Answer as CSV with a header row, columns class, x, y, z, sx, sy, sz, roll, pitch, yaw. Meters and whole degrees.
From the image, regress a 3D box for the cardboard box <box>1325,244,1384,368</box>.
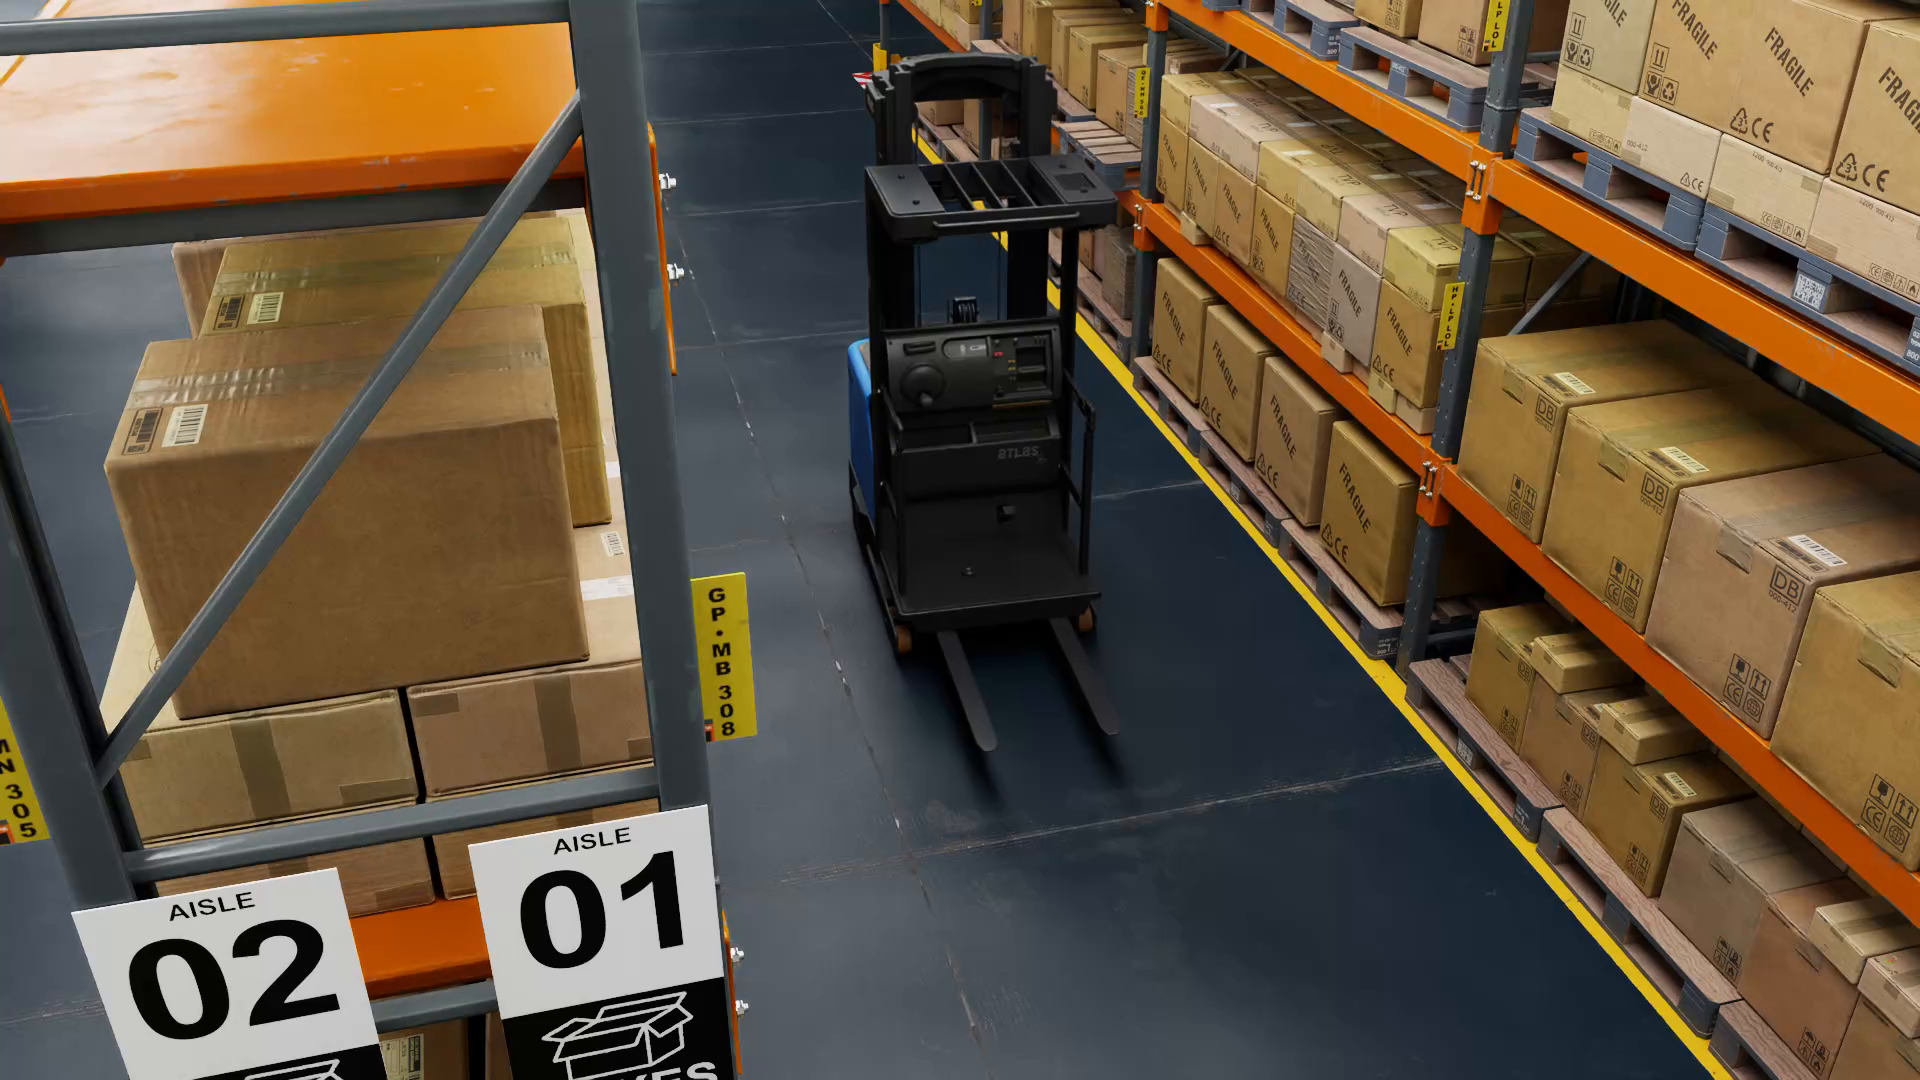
class,x,y,z,sx,sy,sz,roll,pitch,yaw
cardboard box,2.282,-1.258,8.744,0.500,0.500,0.500,-8,31,-13

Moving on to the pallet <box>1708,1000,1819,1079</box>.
class,x,y,z,sx,sy,sz,roll,pitch,yaw
pallet,3.567,2.120,6.108,1.003,0.211,1.213,-8,31,-13

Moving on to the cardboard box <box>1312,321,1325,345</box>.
class,x,y,z,sx,sy,sz,roll,pitch,yaw
cardboard box,2.187,-1.165,9.231,0.380,0.149,0.250,-8,31,-13

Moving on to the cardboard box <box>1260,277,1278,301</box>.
class,x,y,z,sx,sy,sz,roll,pitch,yaw
cardboard box,2.013,-1.546,9.888,0.380,0.149,0.250,-8,31,-13

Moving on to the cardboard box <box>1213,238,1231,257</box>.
class,x,y,z,sx,sy,sz,roll,pitch,yaw
cardboard box,1.828,-1.918,10.531,0.380,0.149,0.250,-8,31,-14

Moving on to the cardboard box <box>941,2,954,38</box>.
class,x,y,z,sx,sy,sz,roll,pitch,yaw
cardboard box,0.127,-4.881,15.549,0.500,0.250,0.500,-8,31,-13

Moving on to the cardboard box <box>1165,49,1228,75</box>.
class,x,y,z,sx,sy,sz,roll,pitch,yaw
cardboard box,1.610,-3.252,11.419,0.380,0.149,0.250,-12,32,-20

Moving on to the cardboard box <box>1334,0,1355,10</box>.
class,x,y,z,sx,sy,sz,roll,pitch,yaw
cardboard box,2.384,-3.125,8.853,0.700,0.500,0.500,-8,31,-13

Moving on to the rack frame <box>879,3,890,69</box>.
class,x,y,z,sx,sy,sz,roll,pitch,yaw
rack frame,-0.393,-6.439,18.111,1.000,3.000,0.127,-8,31,-13

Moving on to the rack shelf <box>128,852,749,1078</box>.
class,x,y,z,sx,sy,sz,roll,pitch,yaw
rack shelf,-1.452,-0.004,4.717,1.077,0.370,4.000,-8,31,-13

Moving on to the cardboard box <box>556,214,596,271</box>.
class,x,y,z,sx,sy,sz,roll,pitch,yaw
cardboard box,-1.332,-0.750,4.939,0.500,0.250,0.500,-8,31,-13

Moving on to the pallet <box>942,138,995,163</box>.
class,x,y,z,sx,sy,sz,roll,pitch,yaw
pallet,0.457,-3.620,16.024,1.003,0.211,1.213,-8,31,-13

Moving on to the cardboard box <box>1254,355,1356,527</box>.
class,x,y,z,sx,sy,sz,roll,pitch,yaw
cardboard box,2.256,-0.620,9.785,0.750,0.750,0.750,-7,31,-12

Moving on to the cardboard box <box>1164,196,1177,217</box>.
class,x,y,z,sx,sy,sz,roll,pitch,yaw
cardboard box,1.595,-2.285,11.166,0.380,0.149,0.250,-8,31,-14

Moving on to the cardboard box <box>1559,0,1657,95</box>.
class,x,y,z,sx,sy,sz,roll,pitch,yaw
cardboard box,2.711,-2.044,6.407,0.500,0.500,0.500,-8,31,-14

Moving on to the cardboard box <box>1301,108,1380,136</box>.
class,x,y,z,sx,sy,sz,roll,pitch,yaw
cardboard box,2.368,-2.397,9.963,0.500,0.250,0.500,-9,31,-15

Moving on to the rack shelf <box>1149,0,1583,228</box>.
class,x,y,z,sx,sy,sz,roll,pitch,yaw
rack shelf,2.262,-2.596,9.196,1.077,0.370,4.000,-8,31,-13

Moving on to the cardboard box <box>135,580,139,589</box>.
class,x,y,z,sx,sy,sz,roll,pitch,yaw
cardboard box,-1.436,0.044,3.567,0.500,0.250,0.500,-8,31,-13

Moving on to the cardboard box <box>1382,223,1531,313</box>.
class,x,y,z,sx,sy,sz,roll,pitch,yaw
cardboard box,2.422,-1.340,8.136,0.500,0.250,0.500,-7,31,-12

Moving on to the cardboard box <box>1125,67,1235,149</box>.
class,x,y,z,sx,sy,sz,roll,pitch,yaw
cardboard box,1.596,-3.034,11.690,0.700,0.500,0.500,-12,32,-19

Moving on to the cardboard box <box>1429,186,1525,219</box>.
class,x,y,z,sx,sy,sz,roll,pitch,yaw
cardboard box,2.776,-1.657,8.684,0.500,0.250,0.500,-7,31,-13

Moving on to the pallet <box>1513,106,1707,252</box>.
class,x,y,z,sx,sy,sz,roll,pitch,yaw
pallet,3.000,-1.506,6.684,1.003,0.211,1.213,-8,31,-13

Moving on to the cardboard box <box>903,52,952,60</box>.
class,x,y,z,sx,sy,sz,roll,pitch,yaw
cardboard box,-0.296,-5.119,18.076,0.500,0.311,0.500,-11,32,-19

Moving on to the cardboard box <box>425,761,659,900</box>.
class,x,y,z,sx,sy,sz,roll,pitch,yaw
cardboard box,-0.812,0.434,3.392,0.500,0.250,0.500,-8,31,-13

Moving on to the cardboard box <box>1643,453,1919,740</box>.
class,x,y,z,sx,sy,sz,roll,pitch,yaw
cardboard box,3.312,0.195,6.351,0.980,0.700,0.700,-9,31,-16

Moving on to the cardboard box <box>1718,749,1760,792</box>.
class,x,y,z,sx,sy,sz,roll,pitch,yaw
cardboard box,3.393,0.883,6.890,0.380,0.149,0.250,-8,31,-14

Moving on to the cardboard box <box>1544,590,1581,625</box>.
class,x,y,z,sx,sy,sz,roll,pitch,yaw
cardboard box,3.045,0.255,7.975,0.380,0.149,0.250,-8,31,-14

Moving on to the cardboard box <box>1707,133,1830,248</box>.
class,x,y,z,sx,sy,sz,roll,pitch,yaw
cardboard box,2.987,-1.238,5.762,0.500,0.250,0.500,-9,31,-15

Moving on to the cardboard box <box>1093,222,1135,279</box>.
class,x,y,z,sx,sy,sz,roll,pitch,yaw
cardboard box,1.465,-2.289,12.997,0.700,0.500,0.500,-8,31,-13

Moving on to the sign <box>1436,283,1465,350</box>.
class,x,y,z,sx,sy,sz,roll,pitch,yaw
sign,2.272,-1.033,7.695,0.100,0.325,0.005,-8,31,-13

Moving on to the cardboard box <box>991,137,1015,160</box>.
class,x,y,z,sx,sy,sz,roll,pitch,yaw
cardboard box,0.498,-3.726,15.812,0.380,0.166,0.250,-12,32,-20

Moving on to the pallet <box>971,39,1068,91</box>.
class,x,y,z,sx,sy,sz,roll,pitch,yaw
pallet,0.732,-4.035,14.150,1.003,0.211,1.213,-8,31,-13

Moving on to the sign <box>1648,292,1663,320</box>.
class,x,y,z,sx,sy,sz,roll,pitch,yaw
sign,3.327,-1.127,7.990,0.100,0.325,0.005,-8,31,-13

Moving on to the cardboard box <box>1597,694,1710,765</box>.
class,x,y,z,sx,sy,sz,roll,pitch,yaw
cardboard box,2.946,0.793,7.046,0.380,0.149,0.250,-9,31,-15

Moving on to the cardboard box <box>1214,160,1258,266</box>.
class,x,y,z,sx,sy,sz,roll,pitch,yaw
cardboard box,1.874,-1.993,10.013,0.500,0.500,0.500,-8,31,-13

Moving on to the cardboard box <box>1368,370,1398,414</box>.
class,x,y,z,sx,sy,sz,roll,pitch,yaw
cardboard box,2.340,-0.787,8.578,0.380,0.149,0.250,-7,31,-12

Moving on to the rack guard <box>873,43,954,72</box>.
class,x,y,z,sx,sy,sz,roll,pitch,yaw
rack guard,-0.372,-5.320,18.674,1.175,0.500,0.348,-8,31,-13

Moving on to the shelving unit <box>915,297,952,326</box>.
class,x,y,z,sx,sy,sz,roll,pitch,yaw
shelving unit,-0.164,-0.905,10.347,0.258,1.200,0.189,-6,31,-10

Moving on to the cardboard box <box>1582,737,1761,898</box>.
class,x,y,z,sx,sy,sz,roll,pitch,yaw
cardboard box,3.156,1.123,7.123,0.700,0.500,0.500,-7,31,-12

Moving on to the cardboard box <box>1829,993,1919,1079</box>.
class,x,y,z,sx,sy,sz,roll,pitch,yaw
cardboard box,3.572,1.864,5.842,0.700,0.500,0.500,-8,31,-13

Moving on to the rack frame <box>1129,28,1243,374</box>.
class,x,y,z,sx,sy,sz,roll,pitch,yaw
rack frame,1.731,-2.575,11.436,1.000,3.000,0.127,-8,31,-13

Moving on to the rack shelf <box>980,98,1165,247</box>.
class,x,y,z,sx,sy,sz,roll,pitch,yaw
rack shelf,1.200,-3.230,13.285,1.077,0.370,4.000,-8,31,-13

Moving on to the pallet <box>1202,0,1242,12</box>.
class,x,y,z,sx,sy,sz,roll,pitch,yaw
pallet,1.953,-3.488,10.206,1.213,0.211,1.003,-6,31,-11

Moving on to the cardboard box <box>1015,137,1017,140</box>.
class,x,y,z,sx,sy,sz,roll,pitch,yaw
cardboard box,0.881,-3.262,14.679,0.700,0.500,0.500,-7,31,-12

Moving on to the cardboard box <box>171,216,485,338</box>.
class,x,y,z,sx,sy,sz,roll,pitch,yaw
cardboard box,-1.360,-0.551,3.846,0.700,0.500,0.500,-8,31,-13

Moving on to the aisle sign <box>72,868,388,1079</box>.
class,x,y,z,sx,sy,sz,roll,pitch,yaw
aisle sign,-1.198,0.898,2.841,0.394,0.787,0.004,-8,31,-13

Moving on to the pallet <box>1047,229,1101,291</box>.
class,x,y,z,sx,sy,sz,roll,pitch,yaw
pallet,1.205,-2.334,13.803,1.003,0.211,1.213,-8,31,-13

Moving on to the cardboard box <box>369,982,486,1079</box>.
class,x,y,z,sx,sy,sz,roll,pitch,yaw
cardboard box,-1.304,1.295,3.652,0.500,0.500,0.500,-8,31,-14

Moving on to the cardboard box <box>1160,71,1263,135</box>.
class,x,y,z,sx,sy,sz,roll,pitch,yaw
cardboard box,1.610,-2.813,10.681,0.500,0.250,0.500,-7,31,-12

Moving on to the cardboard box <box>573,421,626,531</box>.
class,x,y,z,sx,sy,sz,roll,pitch,yaw
cardboard box,-0.932,-0.026,3.687,0.500,0.250,0.500,-8,31,-13

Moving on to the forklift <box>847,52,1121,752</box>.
class,x,y,z,sx,sy,sz,roll,pitch,yaw
forklift,0.123,-0.858,8.537,1.130,2.935,3.031,-6,31,-10

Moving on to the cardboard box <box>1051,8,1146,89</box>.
class,x,y,z,sx,sy,sz,roll,pitch,yaw
cardboard box,1.118,-3.906,13.195,0.700,0.500,0.500,-4,30,-6

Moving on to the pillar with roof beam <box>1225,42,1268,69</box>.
class,x,y,z,sx,sy,sz,roll,pitch,yaw
pillar with roof beam,-1.931,-5.342,10.227,9.100,9.000,0.400,-8,31,-13

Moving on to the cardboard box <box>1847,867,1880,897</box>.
class,x,y,z,sx,sy,sz,roll,pitch,yaw
cardboard box,3.597,1.252,6.253,0.380,0.149,0.250,-8,31,-13

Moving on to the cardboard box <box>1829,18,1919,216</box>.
class,x,y,z,sx,sy,sz,roll,pitch,yaw
cardboard box,3.128,-1.305,5.130,0.500,0.500,0.500,-9,31,-15

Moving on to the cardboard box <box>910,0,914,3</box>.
class,x,y,z,sx,sy,sz,roll,pitch,yaw
cardboard box,-0.288,-5.609,16.807,0.500,0.250,0.500,-8,31,-14

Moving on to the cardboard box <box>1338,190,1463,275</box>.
class,x,y,z,sx,sy,sz,roll,pitch,yaw
cardboard box,2.295,-1.588,8.565,0.500,0.250,0.500,-7,31,-12
